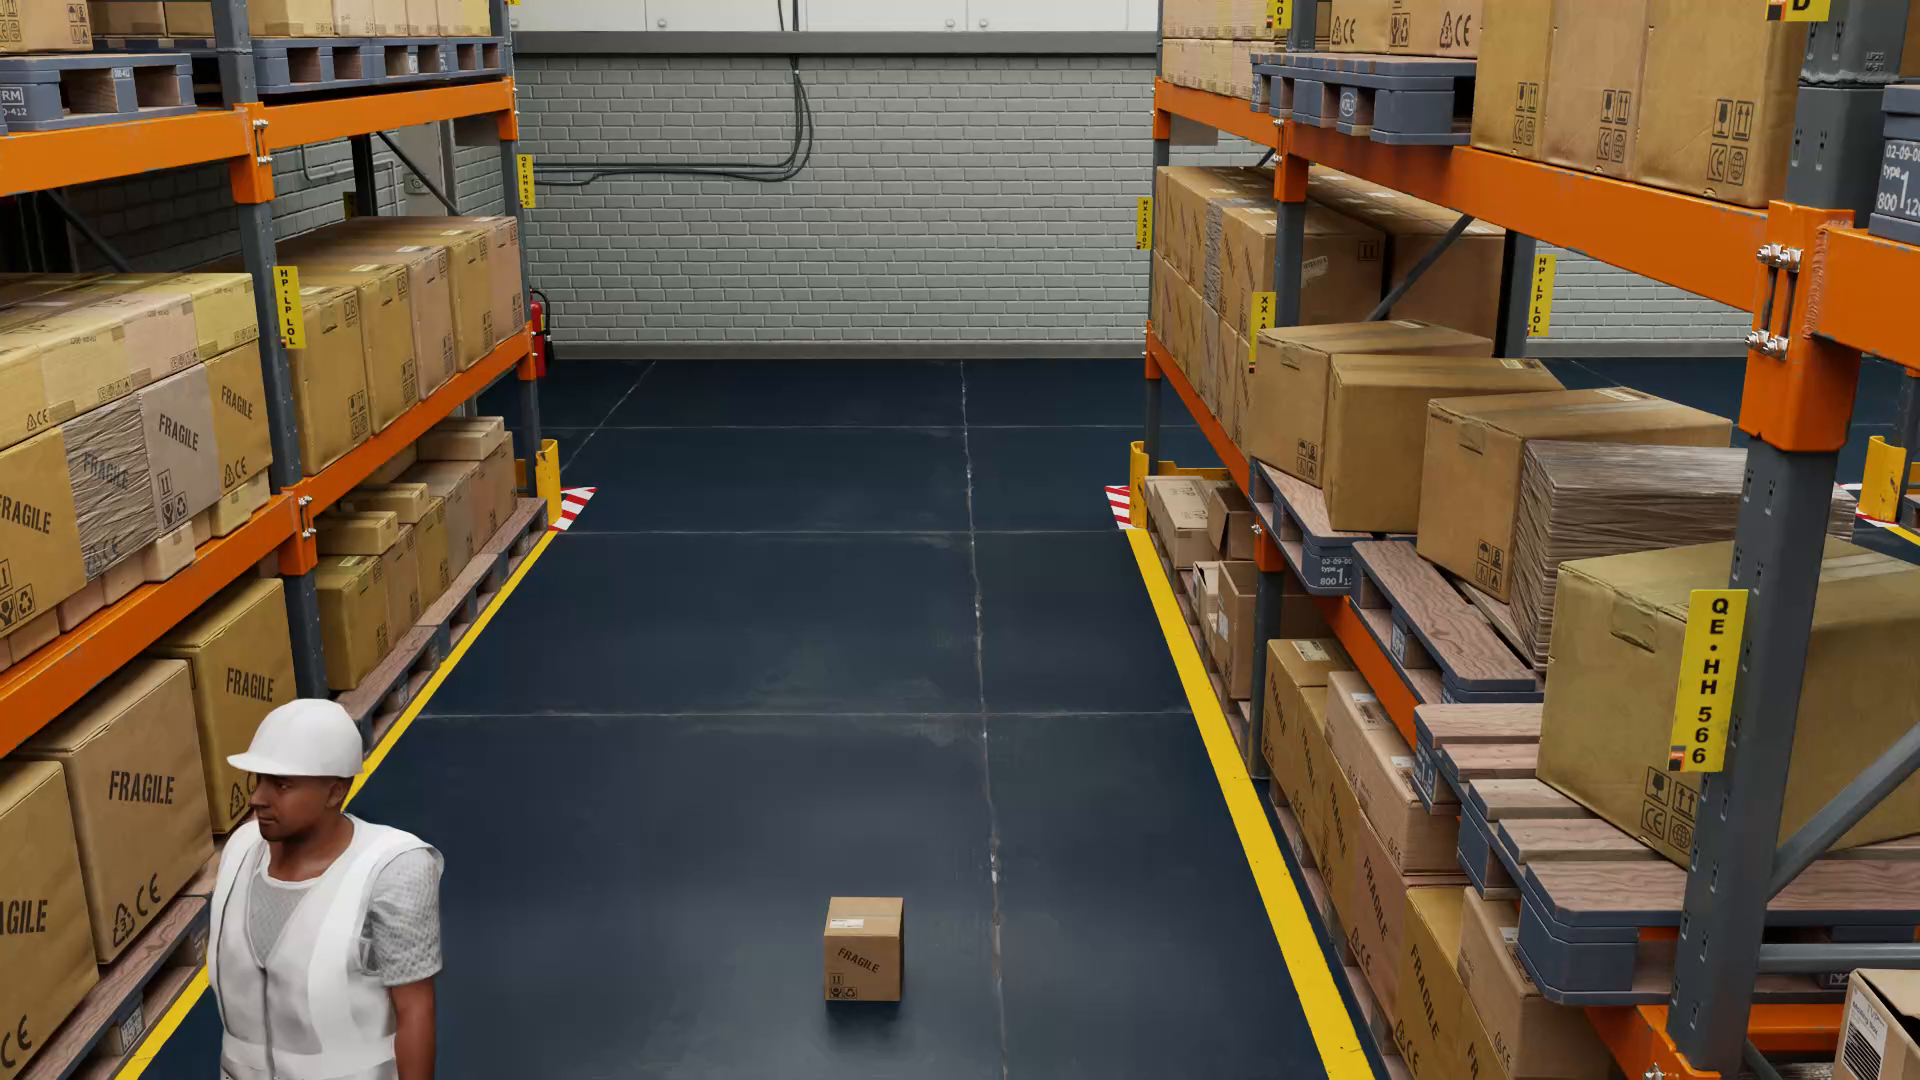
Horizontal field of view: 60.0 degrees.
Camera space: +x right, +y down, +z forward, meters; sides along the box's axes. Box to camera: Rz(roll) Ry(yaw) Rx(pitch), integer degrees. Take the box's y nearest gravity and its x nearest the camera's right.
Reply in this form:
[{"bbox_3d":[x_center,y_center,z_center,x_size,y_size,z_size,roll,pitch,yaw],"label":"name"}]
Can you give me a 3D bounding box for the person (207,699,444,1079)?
[{"bbox_3d":[-1.338,1.184,3.581,0.550,1.769,0.753,5,18,16],"label":"person"}]
